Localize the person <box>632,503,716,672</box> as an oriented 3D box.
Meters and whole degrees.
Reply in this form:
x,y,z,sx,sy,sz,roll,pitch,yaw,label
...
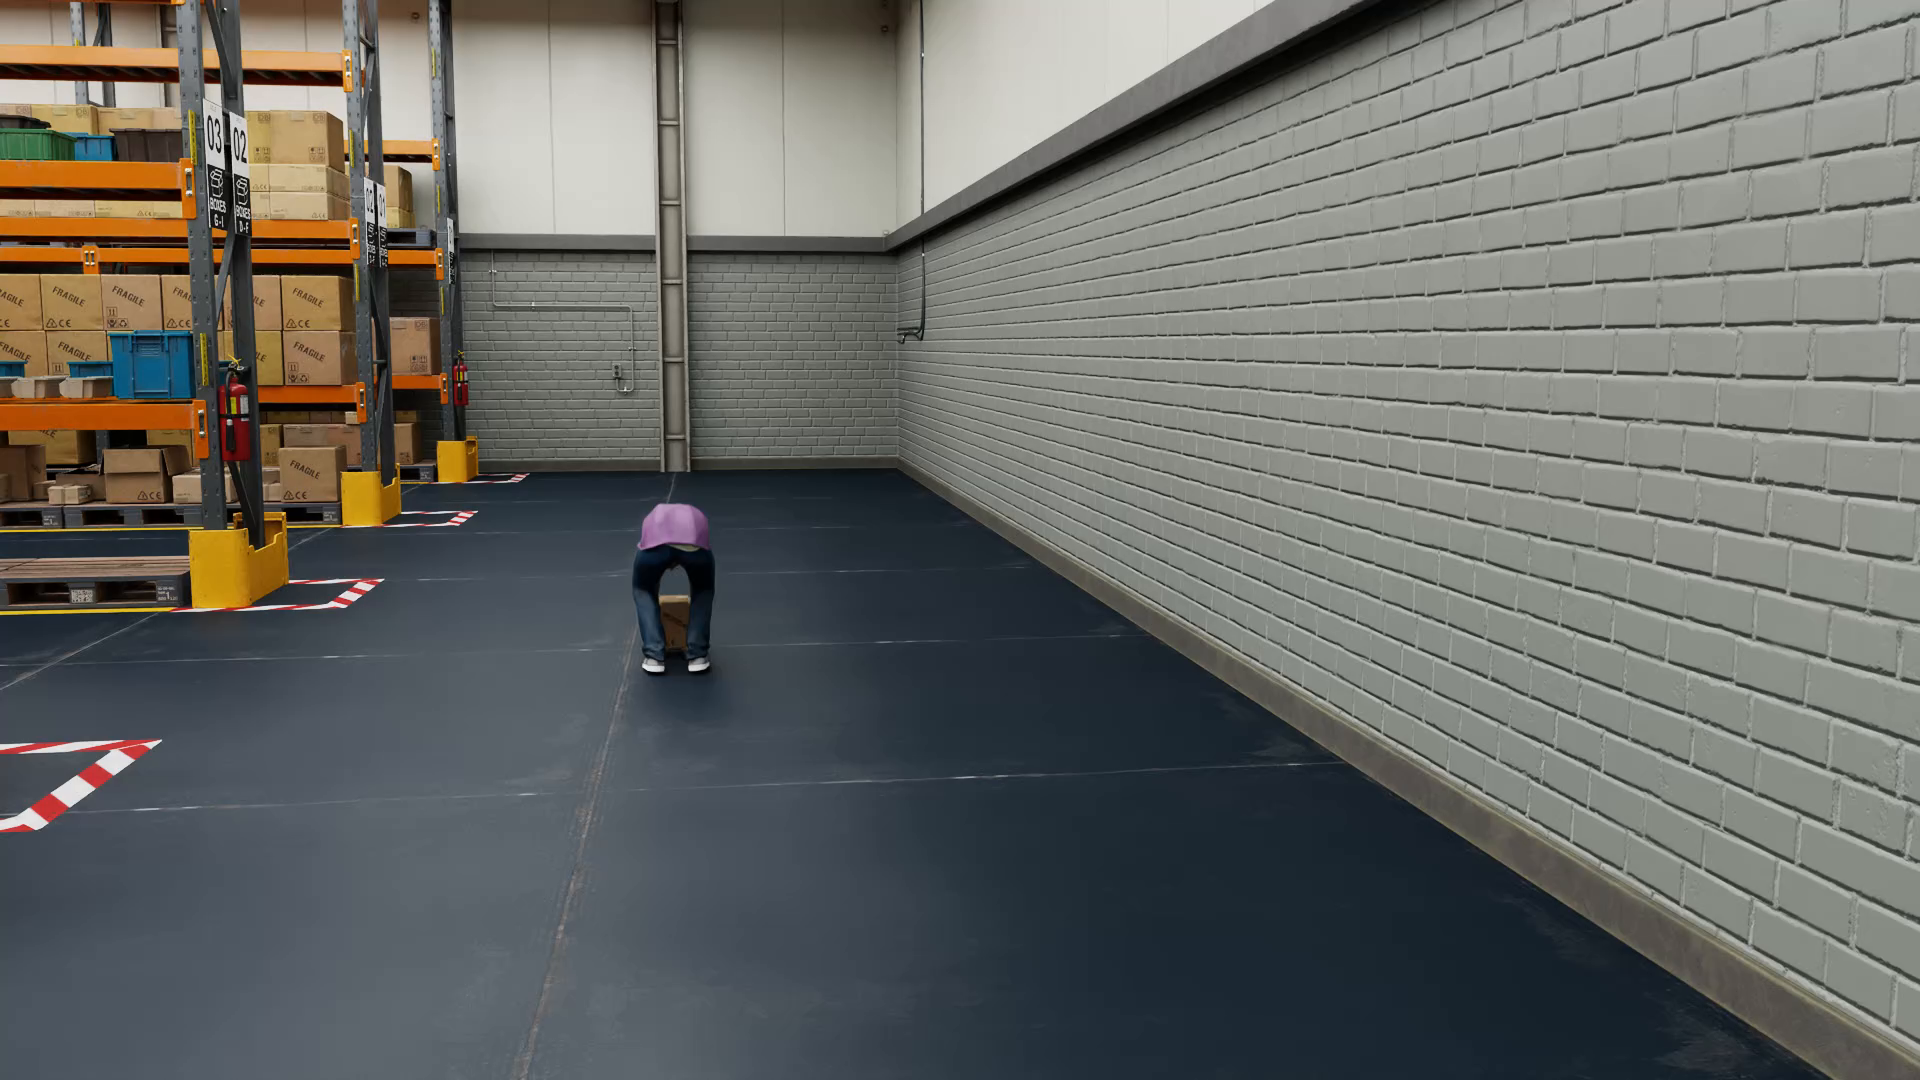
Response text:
x,y,z,sx,sy,sz,roll,pitch,yaw,label
-1.497,0.227,8.693,0.425,0.873,0.853,-1,7,-11,person
